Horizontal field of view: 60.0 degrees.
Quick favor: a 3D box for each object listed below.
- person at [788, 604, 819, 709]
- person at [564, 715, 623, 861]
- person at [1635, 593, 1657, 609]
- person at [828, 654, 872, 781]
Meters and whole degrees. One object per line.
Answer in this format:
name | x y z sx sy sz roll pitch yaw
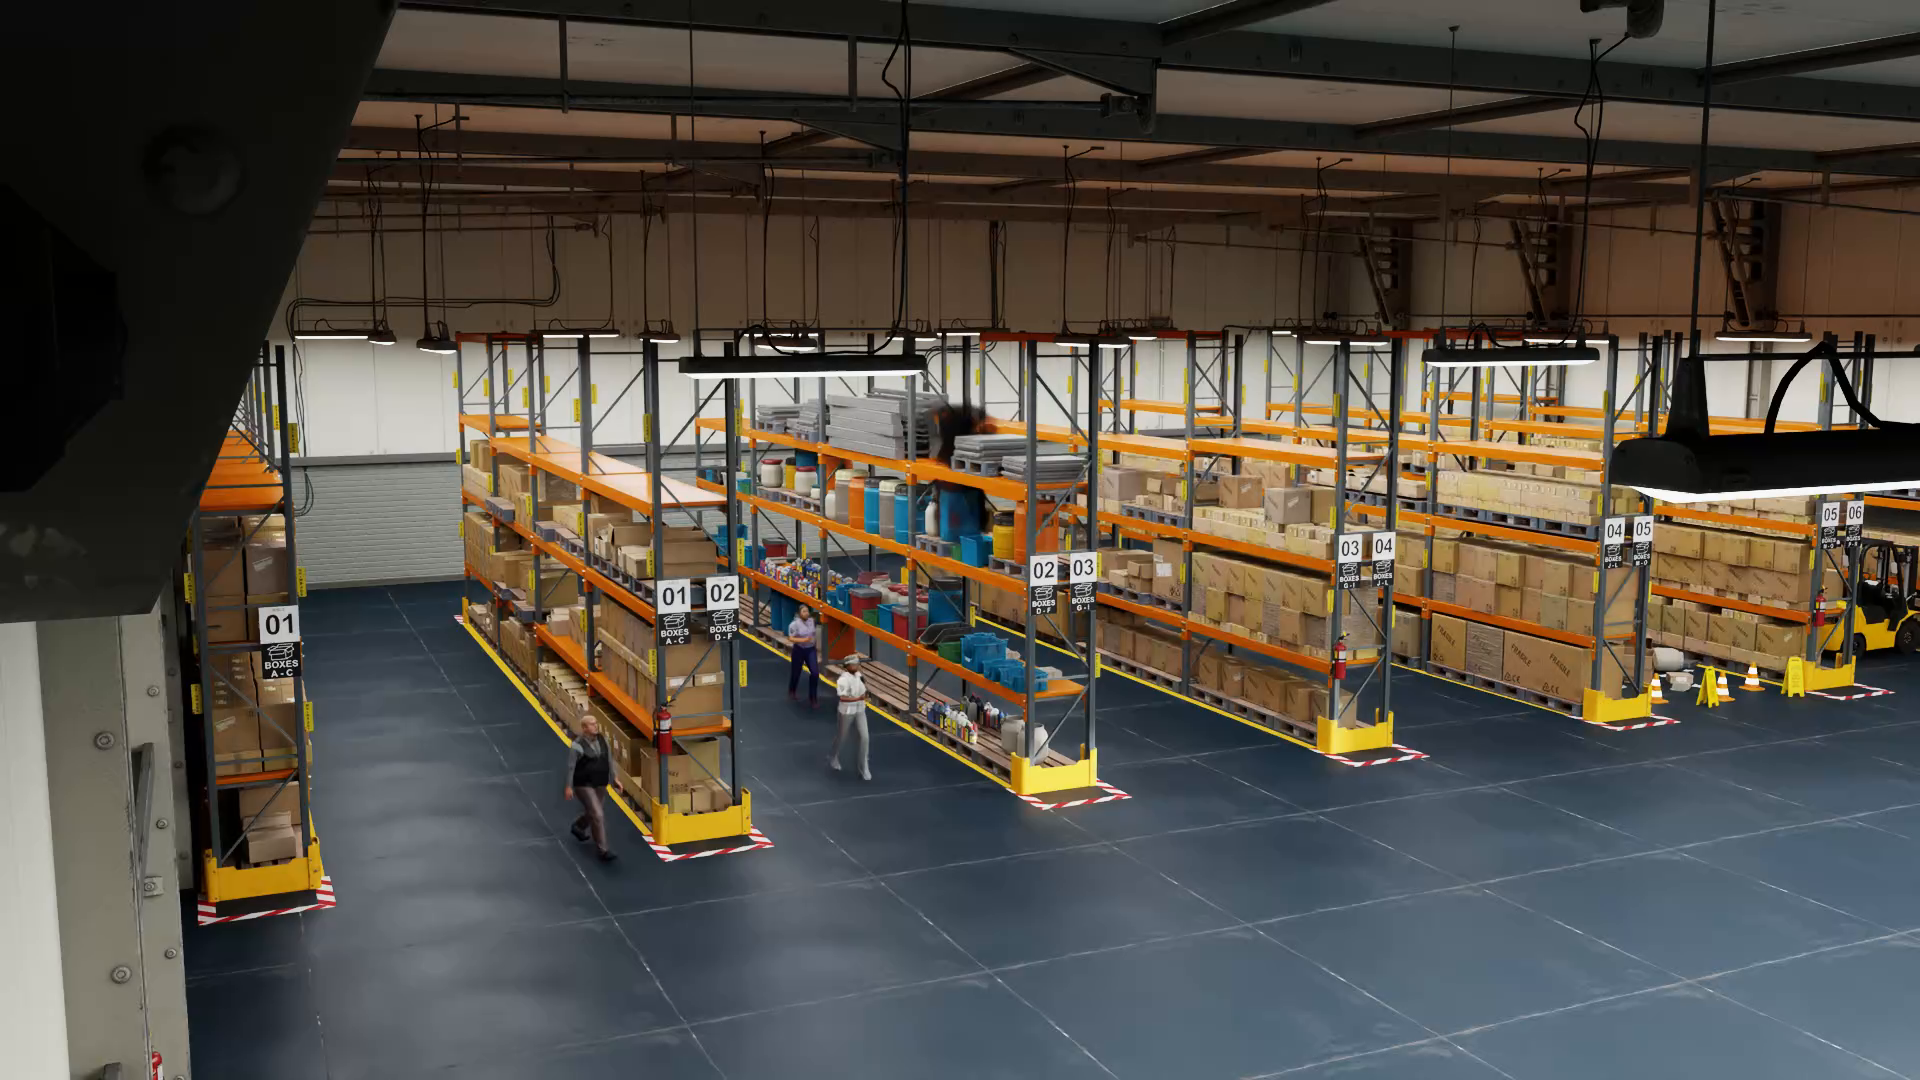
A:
person | -2.553 1.890 27.056 0.571 1.684 0.841 -4 9 -27
person | -4.329 2.875 19.524 1.052 1.673 0.576 6 10 39
person | 14.134 0.943 33.840 0.625 1.648 1.056 -4 9 -25
person | -1.519 2.405 22.922 0.528 1.742 0.860 -6 10 -39
